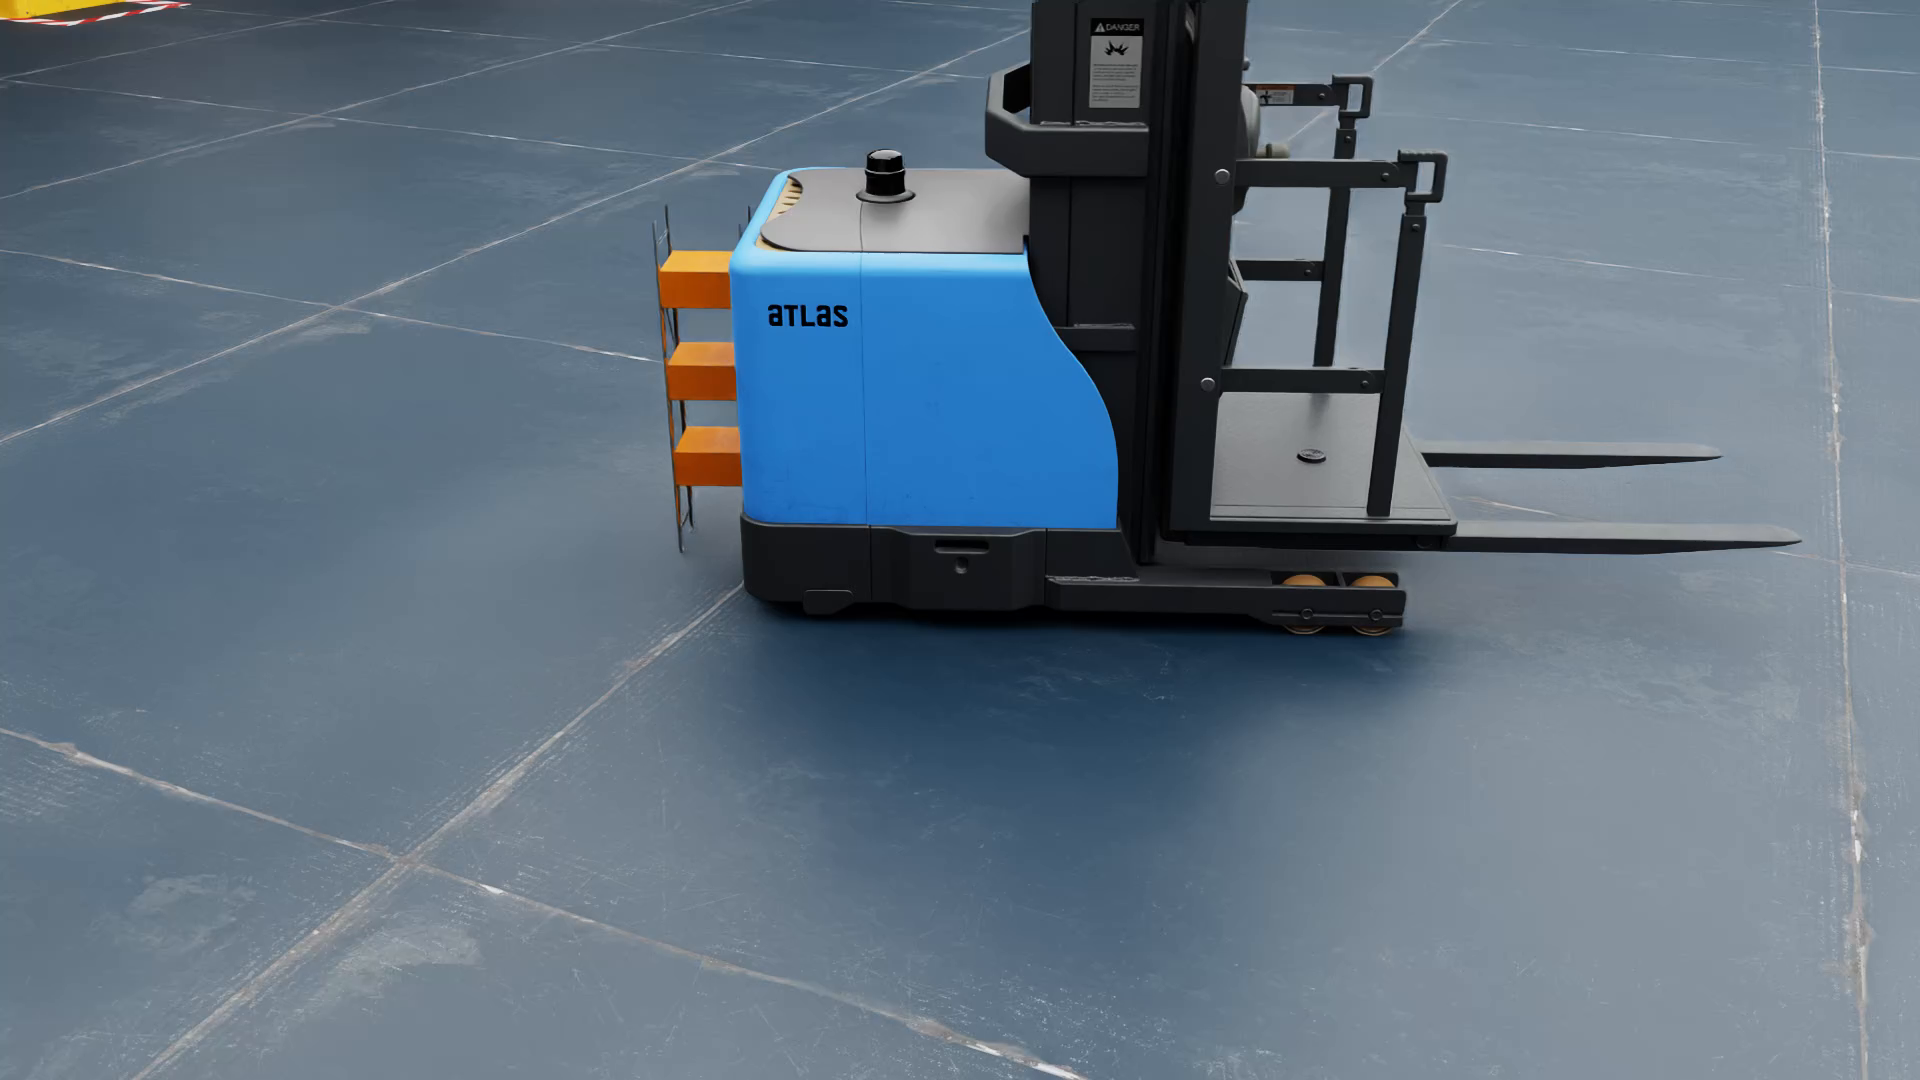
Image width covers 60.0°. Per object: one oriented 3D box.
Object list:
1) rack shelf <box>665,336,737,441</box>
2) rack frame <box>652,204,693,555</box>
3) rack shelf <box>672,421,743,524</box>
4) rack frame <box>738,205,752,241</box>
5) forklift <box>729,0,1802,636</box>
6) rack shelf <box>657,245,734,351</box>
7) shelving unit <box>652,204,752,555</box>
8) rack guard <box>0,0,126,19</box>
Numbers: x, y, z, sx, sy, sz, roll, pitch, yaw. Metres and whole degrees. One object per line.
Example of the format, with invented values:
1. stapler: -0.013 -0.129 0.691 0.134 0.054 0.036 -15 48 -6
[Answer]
1. rack shelf: -0.740 -0.457 5.014 0.240 0.259 0.215 1 26 2
2. rack frame: -0.862 -0.468 5.013 0.008 1.050 0.200 1 26 2
3. rack shelf: -0.740 -0.208 5.136 0.240 0.259 0.215 1 26 2
4. rack frame: -0.618 -0.465 5.005 0.008 1.050 0.200 1 26 2
5. forklift: 0.903 -1.285 4.541 3.031 2.935 1.130 1 26 2
6. rack shelf: -0.740 -0.712 4.888 0.240 0.259 0.215 1 26 2
7. shelving unit: -0.740 -0.467 5.009 0.252 1.050 0.215 1 26 2
8. rack guard: -8.083 -5.011 14.861 0.348 0.500 1.175 11 28 22
